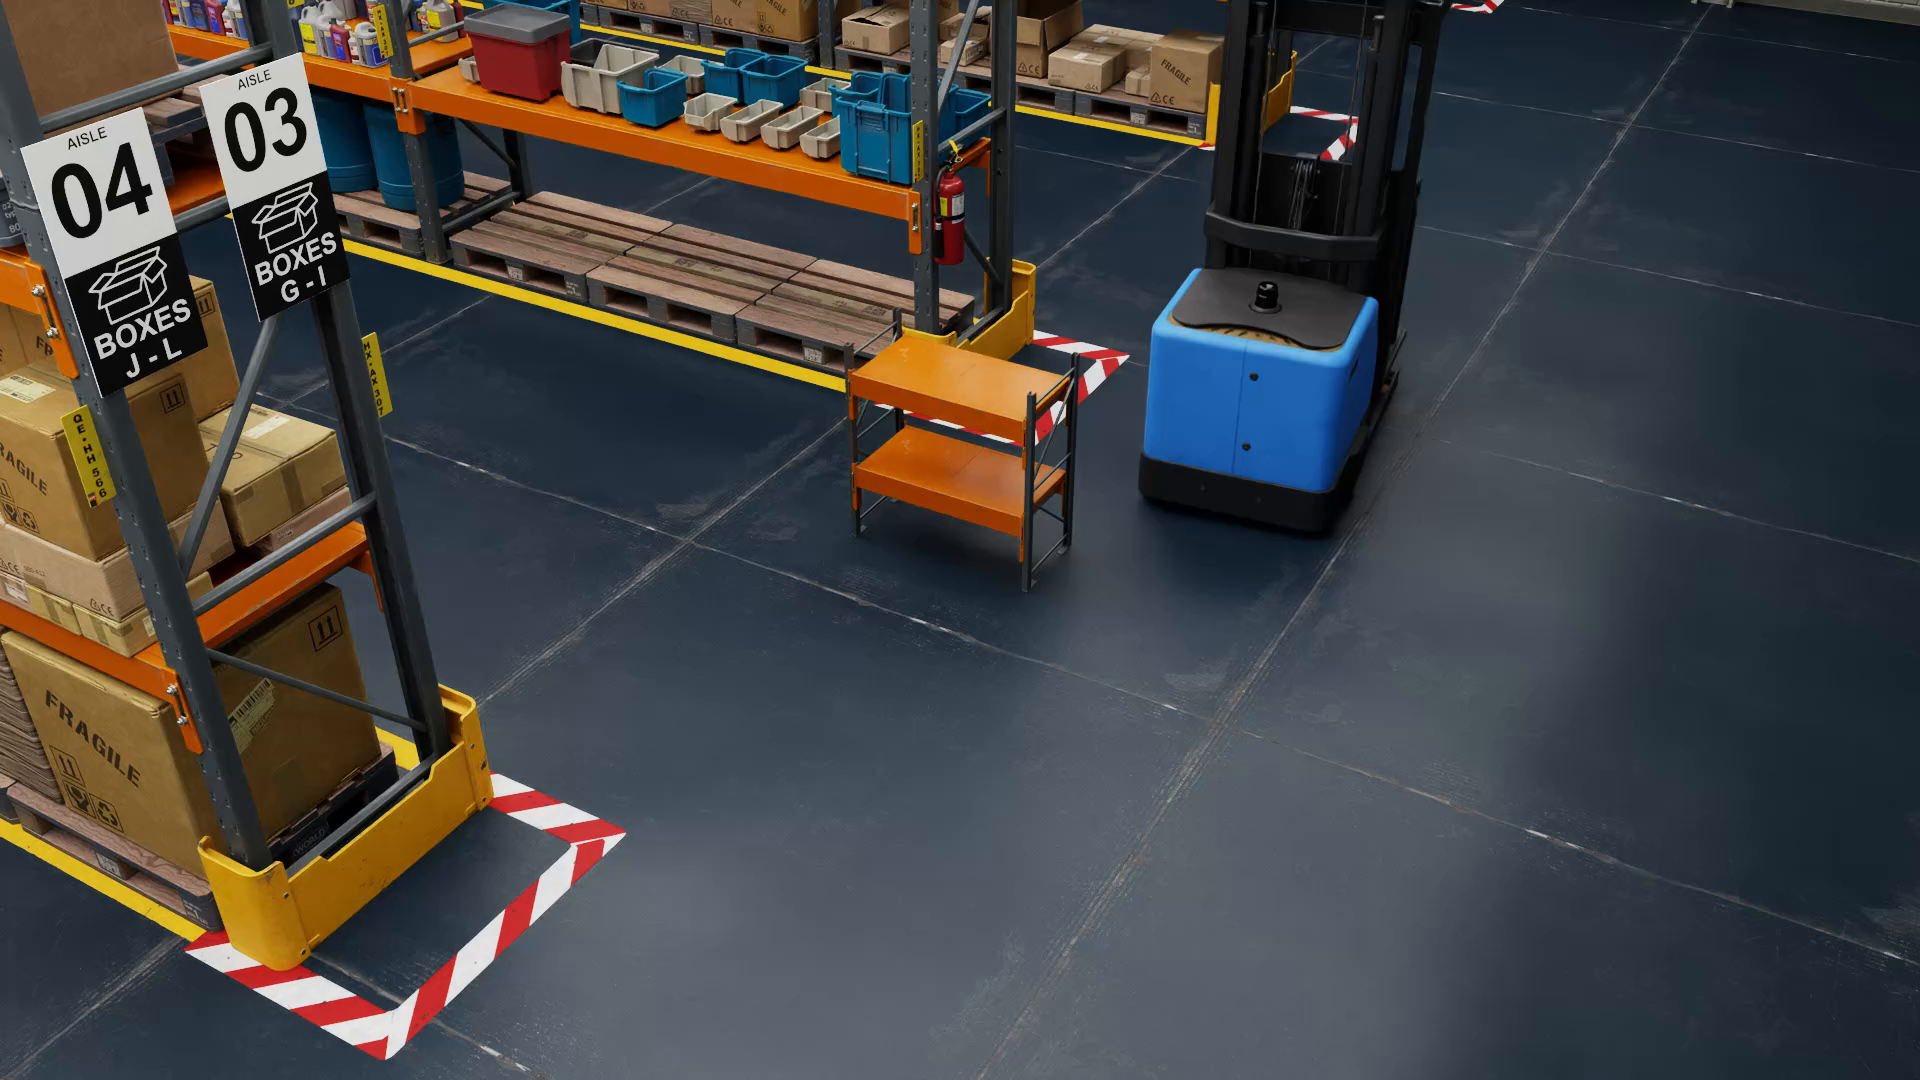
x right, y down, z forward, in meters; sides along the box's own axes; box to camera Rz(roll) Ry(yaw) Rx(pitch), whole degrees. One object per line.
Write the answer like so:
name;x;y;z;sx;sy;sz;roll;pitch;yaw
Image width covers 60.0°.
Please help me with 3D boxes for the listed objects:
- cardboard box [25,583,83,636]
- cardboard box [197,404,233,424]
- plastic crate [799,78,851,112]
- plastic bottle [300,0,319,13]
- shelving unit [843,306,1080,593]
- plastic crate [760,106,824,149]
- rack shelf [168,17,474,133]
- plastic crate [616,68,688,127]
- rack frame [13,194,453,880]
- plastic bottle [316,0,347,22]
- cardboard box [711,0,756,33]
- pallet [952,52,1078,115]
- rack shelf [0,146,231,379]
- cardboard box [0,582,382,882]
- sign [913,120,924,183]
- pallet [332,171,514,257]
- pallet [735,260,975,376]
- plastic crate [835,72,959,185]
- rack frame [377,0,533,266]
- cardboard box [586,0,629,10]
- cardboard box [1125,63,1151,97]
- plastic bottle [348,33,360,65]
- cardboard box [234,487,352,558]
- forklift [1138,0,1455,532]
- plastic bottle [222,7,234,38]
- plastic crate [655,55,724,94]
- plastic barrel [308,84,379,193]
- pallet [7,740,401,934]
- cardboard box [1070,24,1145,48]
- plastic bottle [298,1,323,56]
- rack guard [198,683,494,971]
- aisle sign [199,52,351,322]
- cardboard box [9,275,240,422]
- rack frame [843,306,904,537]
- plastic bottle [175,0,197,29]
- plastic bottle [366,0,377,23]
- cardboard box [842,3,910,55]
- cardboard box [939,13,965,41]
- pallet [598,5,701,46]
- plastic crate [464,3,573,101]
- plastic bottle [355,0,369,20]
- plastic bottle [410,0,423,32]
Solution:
cardboard box;-3.125;0.158;6.033;0.250;0.149;0.380;18;38;25
cardboard box;-3.163;-0.400;6.511;0.500;0.250;0.500;17;37;24
plastic crate;-0.846;-2.776;10.397;0.298;0.136;0.250;18;37;24
plastic bottle;-4.491;-3.615;11.517;0.185;0.351;0.144;18;37;24
shelving unit;0.006;-0.466;8.435;1.048;1.125;0.538;18;37;24
plastic crate;-1.011;-2.459;9.920;0.243;0.136;0.396;18;37;24
rack shelf;-5.178;-3.671;12.205;4.000;0.370;1.077;18;37;24
plastic crate;-1.879;-2.717;10.220;0.300;0.233;0.416;18;37;24
rack frame;-2.426;0.063;5.948;0.127;3.000;1.000;18;37;24
plastic bottle;-4.534;-3.861;11.953;0.135;0.276;0.152;18;37;24
cardboard box;-1.976;-5.083;15.536;0.500;0.500;0.500;18;38;25
pallet;0.679;-4.118;14.743;1.213;0.211;1.003;18;37;24
rack shelf;-4.163;-1.436;6.142;4.000;0.370;1.077;18;37;24
cardboard box;-3.021;0.635;6.627;0.875;0.875;0.875;18;37;24
sign;-0.227;-2.119;9.078;0.005;0.325;0.100;18;37;24
pallet;-4.091;-2.492;12.301;1.213;0.211;1.003;18;37;24
pallet;-0.665;-1.405;10.669;1.213;0.211;1.003;18;37;24
plastic crate;-0.352;-2.362;9.505;0.499;0.435;0.616;18;37;24
rack frame;-3.441;-3.420;11.180;0.127;3.000;1.000;18;37;24
cardboard box;-3.310;-5.501;16.163;0.500;0.500;0.500;17;37;24
cardboard box;1.591;-3.892;14.048;0.250;0.166;0.380;18;37;24
plastic bottle;-4.058;-3.309;11.192;0.097;0.201;0.097;0;34;0
cardboard box;-2.571;-0.088;6.403;0.250;0.149;0.380;18;38;25
forklift;2.009;-2.069;9.213;1.130;2.935;3.031;13;36;19
plastic bottle;-5.131;-3.649;11.703;0.097;0.201;0.097;0;34;0
plastic crate;-1.780;-3.001;10.734;0.466;0.136;0.293;18;37;24
plastic barrel;-4.520;-3.074;12.174;0.708;0.901;0.600;18;37;24
pallet;-3.159;1.042;6.995;1.213;0.211;1.003;18;37;24
cardboard box;1.293;-4.302;14.588;0.500;0.250;0.500;18;37;24
plastic bottle;-4.402;-3.495;11.336;0.185;0.351;0.144;18;37;24
rack guard;-2.405;1.110;6.631;0.348;0.500;1.175;18;37;24
aisle sign;-2.215;-1.143;5.415;0.004;0.787;0.394;18;37;24
cardboard box;-3.143;-0.710;6.300;0.500;0.500;0.500;17;37;23
rack frame;-0.435;-0.606;8.645;0.032;1.125;0.500;18;37;24
plastic bottle;-5.495;-3.813;11.881;0.135;0.276;0.152;18;37;24
plastic bottle;-4.228;-3.847;12.000;0.097;0.201;0.097;0;34;0
cardboard box;-0.723;-4.647;15.051;0.500;0.311;0.500;18;37;24
cardboard box;0.010;-4.705;15.284;0.250;0.149;0.380;18;37;24
pallet;-2.769;-5.183;16.342;1.213;0.211;1.003;18;37;24
plastic crate;-2.791;-3.105;10.595;0.583;0.464;0.402;18;37;24
plastic bottle;-4.319;-3.922;12.039;0.133;0.283;0.061;18;37;24
plastic bottle;-3.858;-3.759;11.805;0.097;0.271;0.097;0;34;0
